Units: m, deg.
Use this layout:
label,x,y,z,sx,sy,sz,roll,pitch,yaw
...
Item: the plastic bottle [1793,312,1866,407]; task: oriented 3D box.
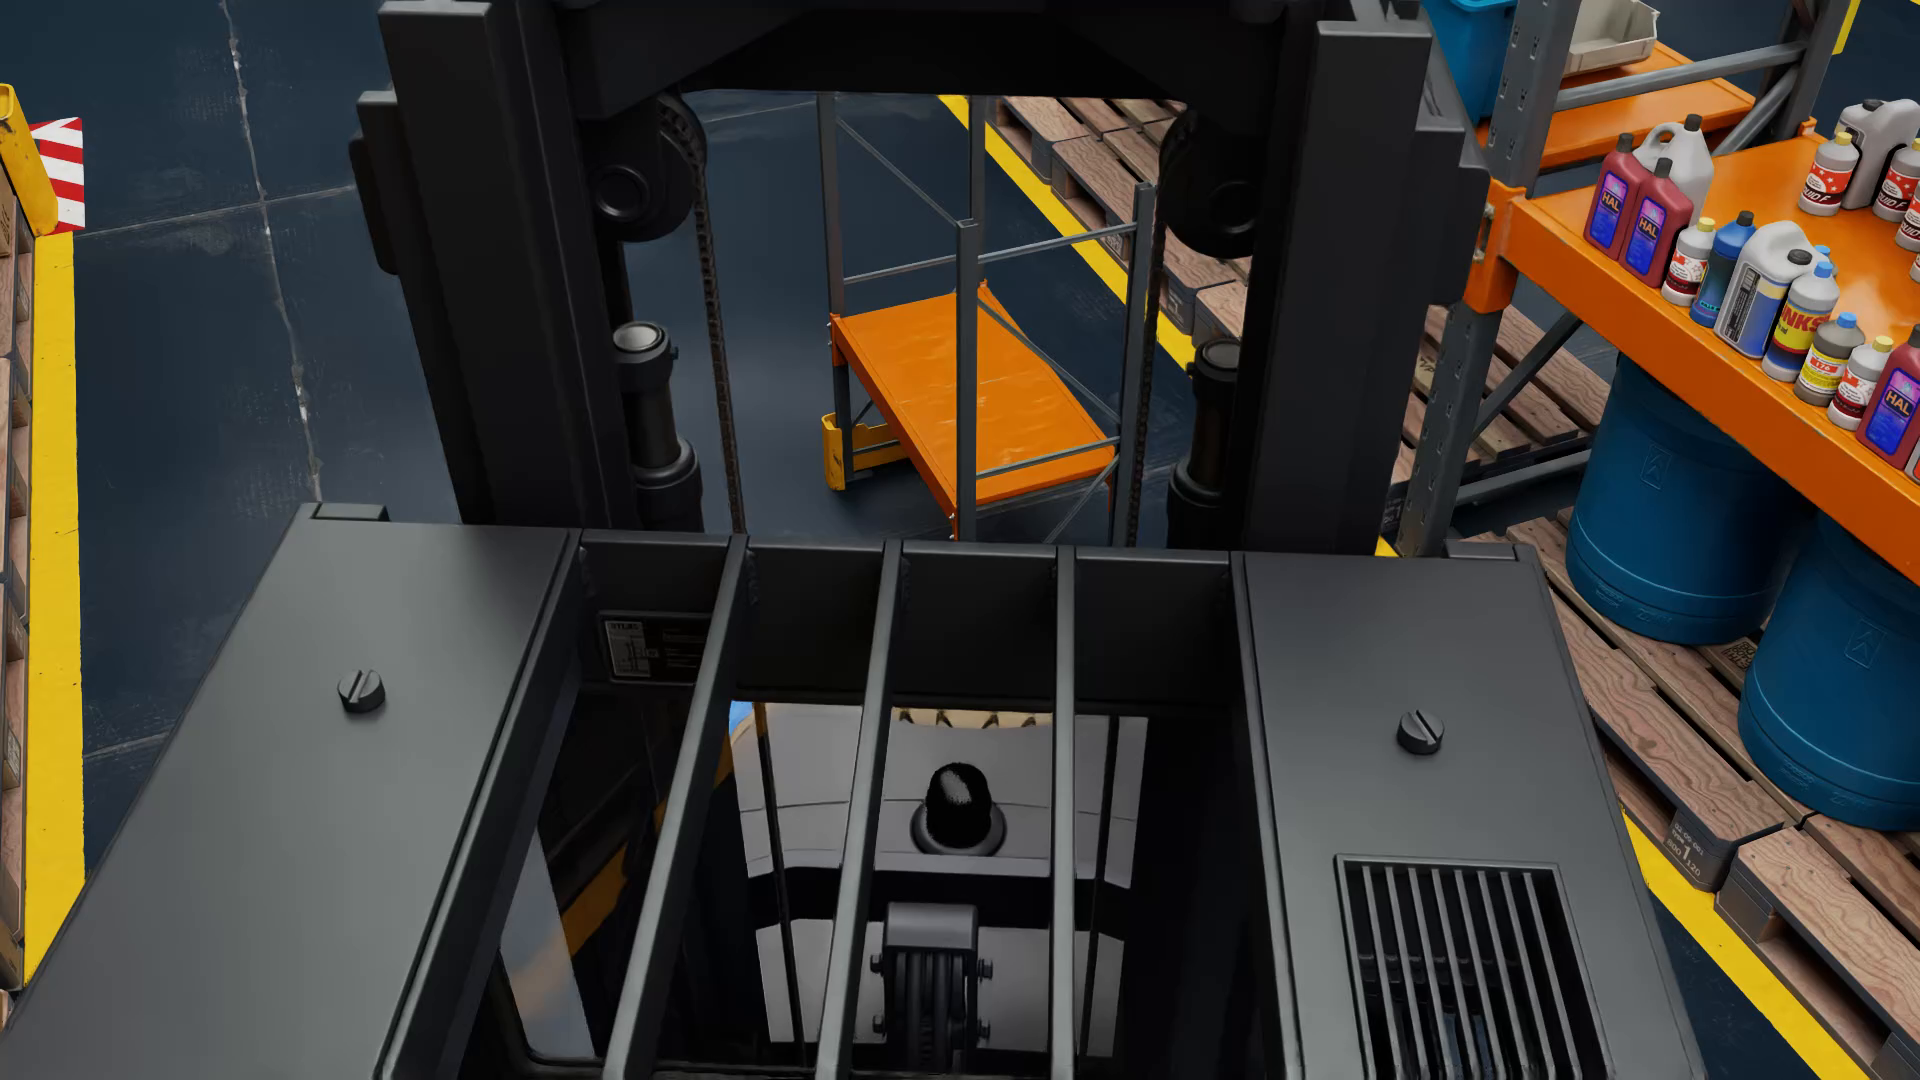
label,x,y,z,sx,sy,sz,roll,pitch,yaw
plastic bottle,1.868,-0.394,3.560,0.097,0.201,0.097,0,41,0

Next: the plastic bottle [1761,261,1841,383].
label,x,y,z,sx,sy,sz,roll,pitch,yaw
plastic bottle,1.830,-0.479,3.605,0.097,0.271,0.097,0,41,0

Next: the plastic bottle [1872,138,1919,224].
label,x,y,z,sx,sy,sz,roll,pitch,yaw
plastic bottle,2.365,-0.904,4.153,0.097,0.201,0.097,0,41,0

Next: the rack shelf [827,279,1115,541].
label,x,y,z,sx,sy,sz,roll,pitch,yaw
rack shelf,0.033,-0.381,4.819,0.538,0.185,1.000,-15,43,-17

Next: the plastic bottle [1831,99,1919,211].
label,x,y,z,sx,sy,sz,roll,pitch,yaw
plastic bottle,2.296,-0.995,4.202,0.152,0.276,0.135,-15,43,-17

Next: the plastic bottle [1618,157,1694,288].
label,x,y,z,sx,sy,sz,roll,pitch,yaw
plastic bottle,1.643,-0.747,3.908,0.061,0.283,0.133,-15,43,-17

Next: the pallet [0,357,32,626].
label,x,y,z,sx,sy,sz,roll,pitch,yaw
pallet,-3.464,-0.058,5.156,1.003,0.211,1.213,-15,43,-17

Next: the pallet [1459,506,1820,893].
label,x,y,z,sx,sy,sz,roll,pitch,yaw
pallet,2.103,0.334,4.700,1.003,0.211,1.213,-15,43,-17

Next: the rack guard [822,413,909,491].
label,x,y,z,sx,sy,sz,roll,pitch,yaw
rack guard,-0.161,-0.349,5.464,0.587,0.250,0.087,-15,43,-17

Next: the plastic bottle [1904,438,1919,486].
label,x,y,z,sx,sy,sz,roll,pitch,yaw
plastic bottle,2.026,-0.220,3.301,0.152,0.276,0.135,-15,43,-17

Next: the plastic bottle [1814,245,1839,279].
label,x,y,z,sx,sy,sz,roll,pitch,yaw
plastic bottle,1.919,-0.572,3.767,0.097,0.201,0.097,0,41,0

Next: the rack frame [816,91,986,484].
label,x,y,z,sx,sy,sz,roll,pitch,yaw
rack frame,-0.162,-0.823,5.057,0.500,1.500,0.032,-15,43,-17

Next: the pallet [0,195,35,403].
label,x,y,z,sx,sy,sz,roll,pitch,yaw
pallet,-3.927,-0.792,6.009,1.003,0.211,1.213,-15,43,-17

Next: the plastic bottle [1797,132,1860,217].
label,x,y,z,sx,sy,sz,roll,pitch,yaw
plastic bottle,2.188,-0.925,4.177,0.097,0.201,0.097,0,41,0

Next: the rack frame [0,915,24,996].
label,x,y,z,sx,sy,sz,roll,pitch,yaw
rack frame,-2.732,0.035,2.909,1.000,3.000,0.127,-15,43,-17

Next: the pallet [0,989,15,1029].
label,x,y,z,sx,sy,sz,roll,pitch,yaw
pallet,-2.385,1.572,3.260,1.003,0.211,1.213,-15,43,-17

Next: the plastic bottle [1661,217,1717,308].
label,x,y,z,sx,sy,sz,roll,pitch,yaw
plastic bottle,1.704,-0.651,3.859,0.097,0.201,0.097,0,41,0

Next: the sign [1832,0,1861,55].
label,x,y,z,sx,sy,sz,roll,pitch,yaw
sign,2.355,-1.440,4.412,0.100,0.325,0.005,-15,43,-17

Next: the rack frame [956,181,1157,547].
label,x,y,z,sx,sy,sz,roll,pitch,yaw
rack frame,0.227,-0.211,4.345,0.500,1.500,0.032,-15,43,-17

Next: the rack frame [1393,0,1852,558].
label,x,y,z,sx,sy,sz,roll,pitch,yaw
rack frame,1.846,-1.199,4.344,1.000,3.000,0.127,-15,43,-17

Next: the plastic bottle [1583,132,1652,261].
label,x,y,z,sx,sy,sz,roll,pitch,yaw
plastic bottle,1.592,-0.827,4.001,0.061,0.283,0.133,-15,43,-17

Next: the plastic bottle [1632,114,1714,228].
label,x,y,z,sx,sy,sz,roll,pitch,yaw
plastic bottle,1.697,-0.863,3.991,0.144,0.351,0.185,-15,43,-17

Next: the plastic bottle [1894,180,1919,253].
label,x,y,z,sx,sy,sz,roll,pitch,yaw
plastic bottle,2.360,-0.808,4.042,0.097,0.201,0.097,0,41,0

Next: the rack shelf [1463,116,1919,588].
label,x,y,z,sx,sy,sz,roll,pitch,yaw
rack shelf,2.611,0.279,3.177,1.077,0.370,4.000,-15,43,-17

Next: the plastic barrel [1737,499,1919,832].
label,x,y,z,sx,sy,sz,roll,pitch,yaw
plastic barrel,2.310,0.196,4.009,0.600,0.901,0.708,-15,43,-17

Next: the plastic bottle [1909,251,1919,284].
label,x,y,z,sx,sy,sz,roll,pitch,yaw
plastic bottle,2.327,-0.704,3.921,0.097,0.201,0.097,0,41,0

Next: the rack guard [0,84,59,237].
label,x,y,z,sx,sy,sz,roll,pitch,yaw
rack guard,-4.233,-1.382,6.473,1.175,0.500,0.348,-15,43,-17

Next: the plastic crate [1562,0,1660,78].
label,x,y,z,sx,sy,sz,roll,pitch,yaw
plastic crate,1.800,-1.438,4.778,0.396,0.136,0.243,-15,43,-17

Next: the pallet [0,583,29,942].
label,x,y,z,sx,sy,sz,roll,pitch,yaw
pallet,-2.994,0.678,4.300,1.003,0.211,1.213,-15,43,-17

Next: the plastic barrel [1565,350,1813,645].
label,x,y,z,sx,sy,sz,roll,pitch,yaw
plastic barrel,2.039,-0.231,4.505,0.600,0.901,0.708,-15,43,-17

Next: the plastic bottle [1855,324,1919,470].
label,x,y,z,sx,sy,sz,roll,pitch,yaw
plastic bottle,1.932,-0.292,3.379,0.061,0.283,0.133,-15,43,-17

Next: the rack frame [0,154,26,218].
label,x,y,z,sx,sy,sz,roll,pitch,yaw
rack frame,-4.262,-2.375,5.711,1.000,3.000,0.127,-15,43,-17

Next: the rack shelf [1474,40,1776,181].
label,x,y,z,sx,sy,sz,roll,pitch,yaw
rack shelf,1.081,-2.131,5.979,1.077,0.370,4.000,-15,43,-17

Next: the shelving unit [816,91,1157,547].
label,x,y,z,sx,sy,sz,roll,pitch,yaw
shelving unit,0.029,-0.523,4.708,0.587,1.500,1.083,-15,43,-17

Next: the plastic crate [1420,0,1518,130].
label,x,y,z,sx,sy,sz,roll,pitch,yaw
plastic crate,1.352,-1.412,4.557,0.392,0.384,0.575,-15,43,-17

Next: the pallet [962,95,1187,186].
label,x,y,z,sx,sy,sz,roll,pitch,yaw
pallet,0.595,-2.045,7.466,1.003,0.211,1.213,-15,43,-17

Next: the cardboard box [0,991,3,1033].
label,x,y,z,sx,sy,sz,roll,pitch,yaw
cardboard box,-2.278,1.041,3.318,0.500,0.500,0.500,-15,43,-17

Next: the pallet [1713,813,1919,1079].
label,x,y,z,sx,sy,sz,roll,pitch,yaw
pallet,2.574,1.070,3.844,1.003,0.211,1.213,-15,43,-17

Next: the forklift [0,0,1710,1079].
label,x,y,z,sx,sy,sz,roll,pitch,yaw
forklift,-0.061,0.962,1.883,1.130,2.935,3.031,2,41,2

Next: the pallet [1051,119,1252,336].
label,x,y,z,sx,sy,sz,roll,pitch,yaw
pallet,1.058,-1.311,6.613,1.003,0.211,1.213,-15,43,-17

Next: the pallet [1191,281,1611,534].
label,x,y,z,sx,sy,sz,roll,pitch,yaw
pallet,1.529,-0.575,5.757,1.003,0.211,1.213,-15,43,-17

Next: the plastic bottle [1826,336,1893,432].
label,x,y,z,sx,sy,sz,roll,pitch,yaw
plastic bottle,1.905,-0.335,3.492,0.097,0.201,0.097,0,41,0

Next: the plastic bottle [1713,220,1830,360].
label,x,y,z,sx,sy,sz,roll,pitch,yaw
plastic bottle,1.811,-0.558,3.693,0.152,0.276,0.135,-15,43,-17

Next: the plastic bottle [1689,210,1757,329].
label,x,y,z,sx,sy,sz,roll,pitch,yaw
plastic bottle,1.742,-0.619,3.768,0.097,0.271,0.097,0,41,0

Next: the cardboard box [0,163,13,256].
label,x,y,z,sx,sy,sz,roll,pitch,yaw
cardboard box,-3.826,-1.328,6.073,0.500,0.500,0.500,-15,43,-17
